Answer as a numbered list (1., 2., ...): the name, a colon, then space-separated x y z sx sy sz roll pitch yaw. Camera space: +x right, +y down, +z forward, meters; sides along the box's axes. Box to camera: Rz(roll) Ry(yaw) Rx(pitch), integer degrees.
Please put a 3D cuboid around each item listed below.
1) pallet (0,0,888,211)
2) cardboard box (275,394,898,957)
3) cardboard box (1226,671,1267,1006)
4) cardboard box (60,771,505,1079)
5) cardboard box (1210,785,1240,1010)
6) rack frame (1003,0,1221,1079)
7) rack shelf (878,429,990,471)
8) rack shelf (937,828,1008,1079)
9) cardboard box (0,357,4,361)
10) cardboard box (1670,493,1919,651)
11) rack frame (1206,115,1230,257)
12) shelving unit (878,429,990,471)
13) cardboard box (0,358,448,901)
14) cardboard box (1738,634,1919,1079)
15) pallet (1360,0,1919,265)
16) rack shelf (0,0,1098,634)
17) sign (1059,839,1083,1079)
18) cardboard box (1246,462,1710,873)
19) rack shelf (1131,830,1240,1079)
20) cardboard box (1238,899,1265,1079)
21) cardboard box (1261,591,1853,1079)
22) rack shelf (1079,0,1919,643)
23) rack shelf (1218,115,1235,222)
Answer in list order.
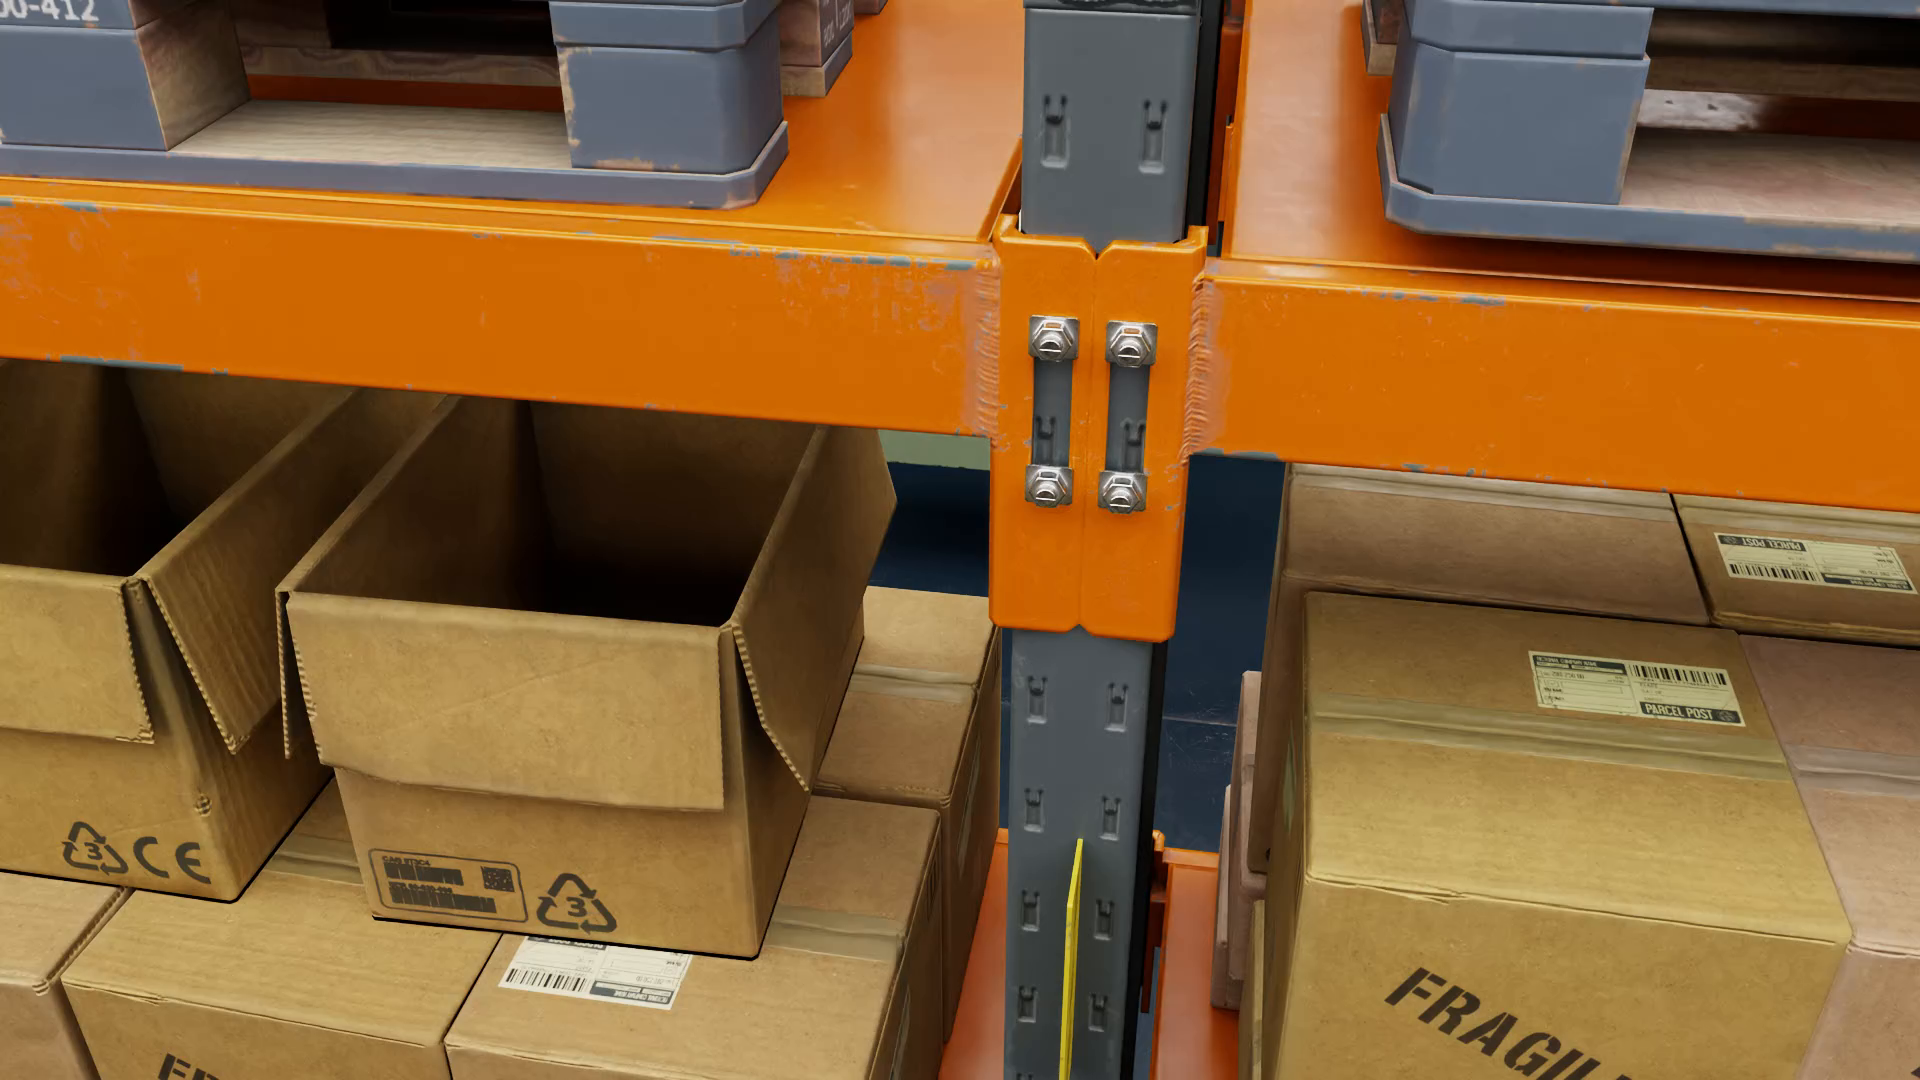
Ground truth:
1. pallet: -0.719 -0.620 1.767 1.217 0.209 0.805 4 32 6
2. cardboard box: -0.438 0.106 2.214 0.637 0.503 0.797 4 32 7
3. cardboard box: 0.672 0.466 2.540 0.500 0.250 0.500 5 32 7
4. cardboard box: -0.801 0.637 2.311 0.500 0.500 0.500 6 33 10
5. cardboard box: 0.548 0.589 2.719 0.250 0.149 0.380 5 32 8
6. rack frame: 0.193 0.626 2.422 0.127 3.000 1.000 5 32 8
7. rack shelf: -0.007 -0.360 6.026 0.720 0.370 0.431 5 32 8
8. rack shelf: -1.779 0.753 2.899 4.000 0.370 1.077 5 32 8
9. cardboard box: -1.728 -0.009 2.397 0.637 0.503 0.797 6 33 10
10. cardboard box: 1.184 0.194 2.267 0.500 0.500 0.500 5 32 9
11. rack frame: 1.026 -1.964 6.561 0.127 3.000 1.000 5 32 8
12. shelving unit: -0.007 -0.636 5.853 0.755 1.500 0.431 5 32 8
13. cardboard box: -1.113 0.039 2.322 0.637 0.503 0.797 6 32 9
14. cardboard box: 1.106 0.470 1.826 0.500 0.500 0.500 5 32 8
15. pallet: 0.997 -0.529 1.525 1.213 0.211 1.003 5 32 8
16. rack shelf: -1.779 -0.519 2.103 4.000 0.370 1.077 5 32 8
17. sign: 0.111 0.454 1.681 0.005 0.325 0.100 5 32 8
18. cardboard box: 0.691 0.147 2.342 0.500 0.500 0.500 6 33 10
19. rack shelf: 2.164 1.110 2.328 4.000 0.370 1.077 5 32 8
20. cardboard box: 0.612 0.743 2.097 0.500 0.250 0.500 5 32 7
21. cardboard box: 0.622 0.422 1.902 0.500 0.500 0.500 5 32 8
22. rack shelf: 2.164 -0.162 1.532 4.000 0.370 1.077 5 32 8
23. rack shelf: 2.997 -1.481 6.467 4.000 0.370 1.077 5 32 8
